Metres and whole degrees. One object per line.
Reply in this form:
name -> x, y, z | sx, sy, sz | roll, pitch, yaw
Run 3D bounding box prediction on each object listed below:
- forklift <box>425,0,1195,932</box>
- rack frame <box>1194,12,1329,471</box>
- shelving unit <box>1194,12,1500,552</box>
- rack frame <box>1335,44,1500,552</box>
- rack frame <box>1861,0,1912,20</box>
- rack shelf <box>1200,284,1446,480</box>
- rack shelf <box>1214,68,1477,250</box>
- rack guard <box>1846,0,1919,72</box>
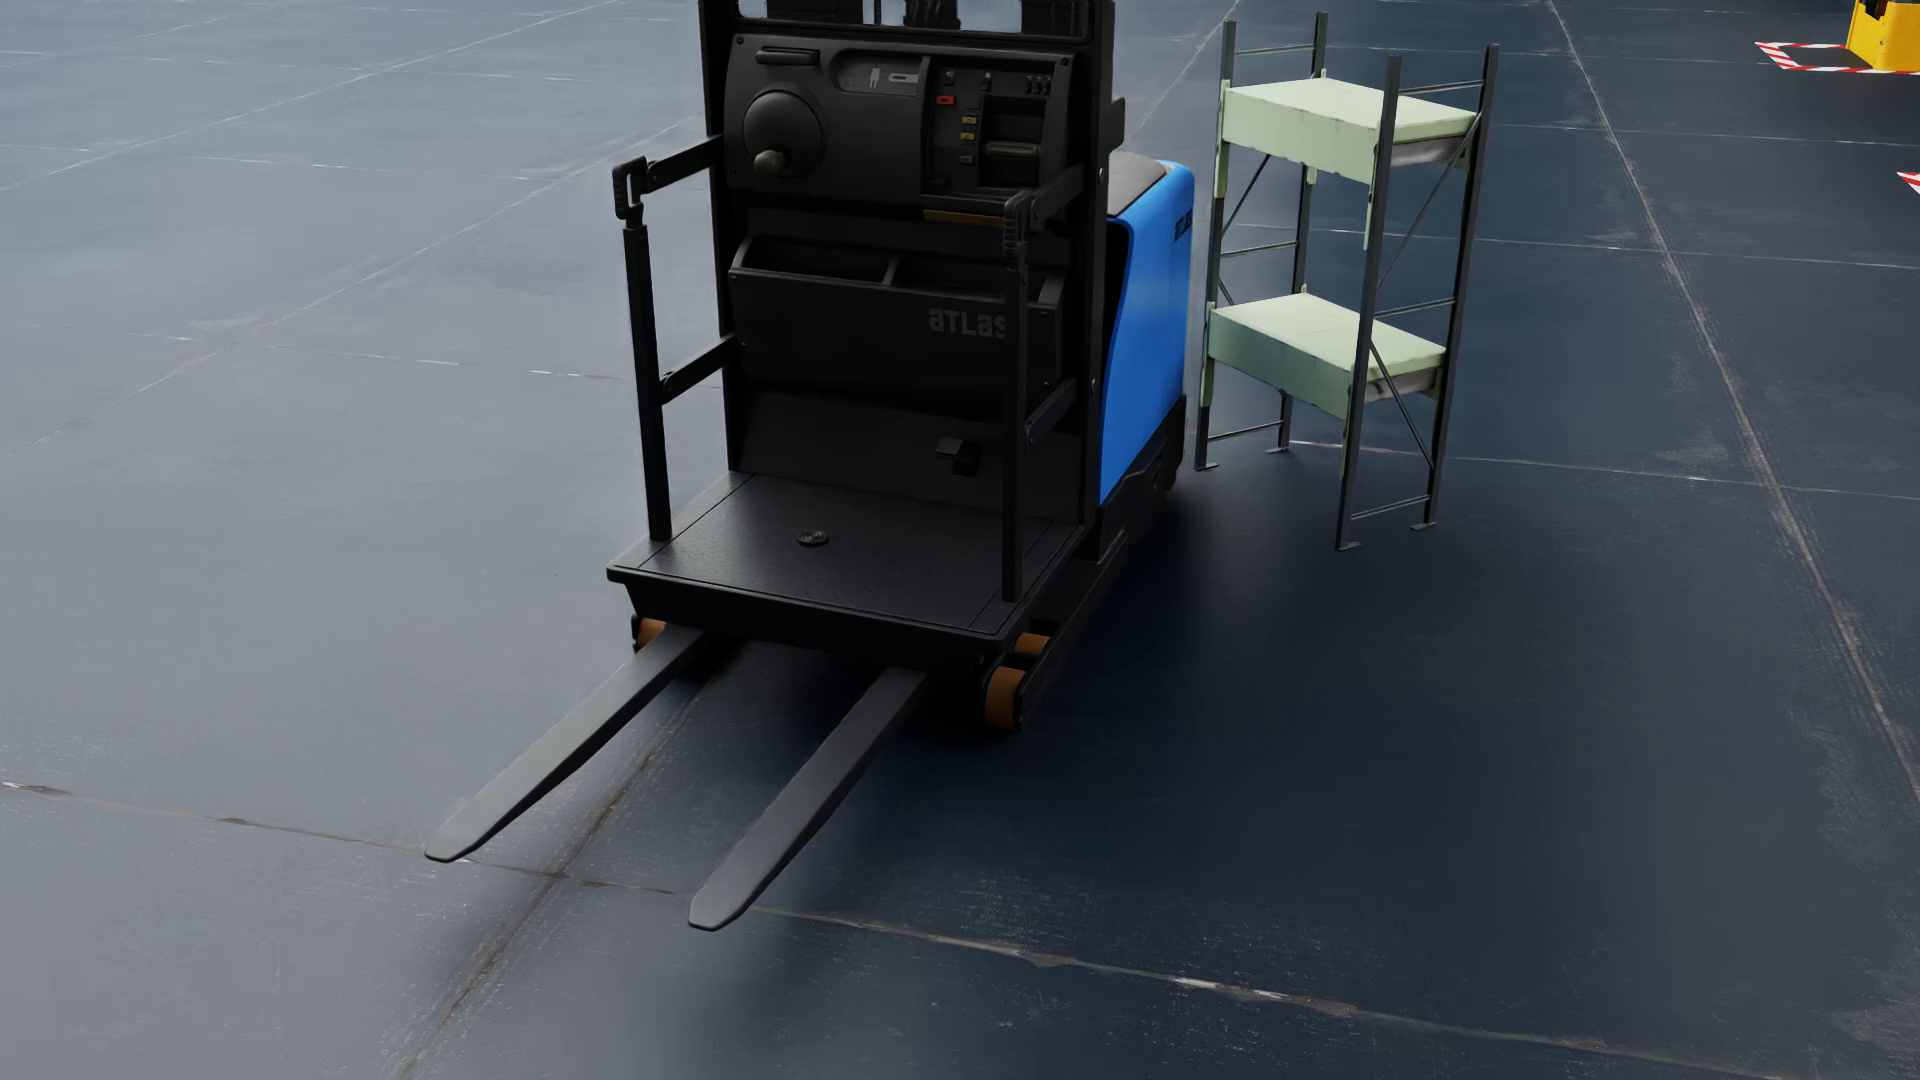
forklift -> -0.241, -1.037, 4.019 | 1.130, 2.935, 3.031 | 9, 27, 19
rack frame -> 0.991, -0.960, 5.522 | 0.400, 1.500, 0.023 | -14, 29, -26
shelving unit -> 1.170, -0.823, 5.234 | 0.431, 1.500, 0.755 | -14, 29, -26
rack frame -> 1.349, -0.686, 4.946 | 0.400, 1.500, 0.023 | -14, 29, -26
rack frame -> 7.349, -5.230, 12.745 | 0.127, 3.000, 1.000 | 6, 26, 13
rack shelf -> 1.170, -0.529, 5.374 | 0.431, 0.370, 0.720 | -14, 29, -26
rack shelf -> 1.170, -1.175, 5.066 | 0.431, 0.370, 0.720 | -14, 29, -26
rack guard -> 7.423, -4.093, 13.265 | 0.348, 0.500, 1.175 | 6, 26, 13
